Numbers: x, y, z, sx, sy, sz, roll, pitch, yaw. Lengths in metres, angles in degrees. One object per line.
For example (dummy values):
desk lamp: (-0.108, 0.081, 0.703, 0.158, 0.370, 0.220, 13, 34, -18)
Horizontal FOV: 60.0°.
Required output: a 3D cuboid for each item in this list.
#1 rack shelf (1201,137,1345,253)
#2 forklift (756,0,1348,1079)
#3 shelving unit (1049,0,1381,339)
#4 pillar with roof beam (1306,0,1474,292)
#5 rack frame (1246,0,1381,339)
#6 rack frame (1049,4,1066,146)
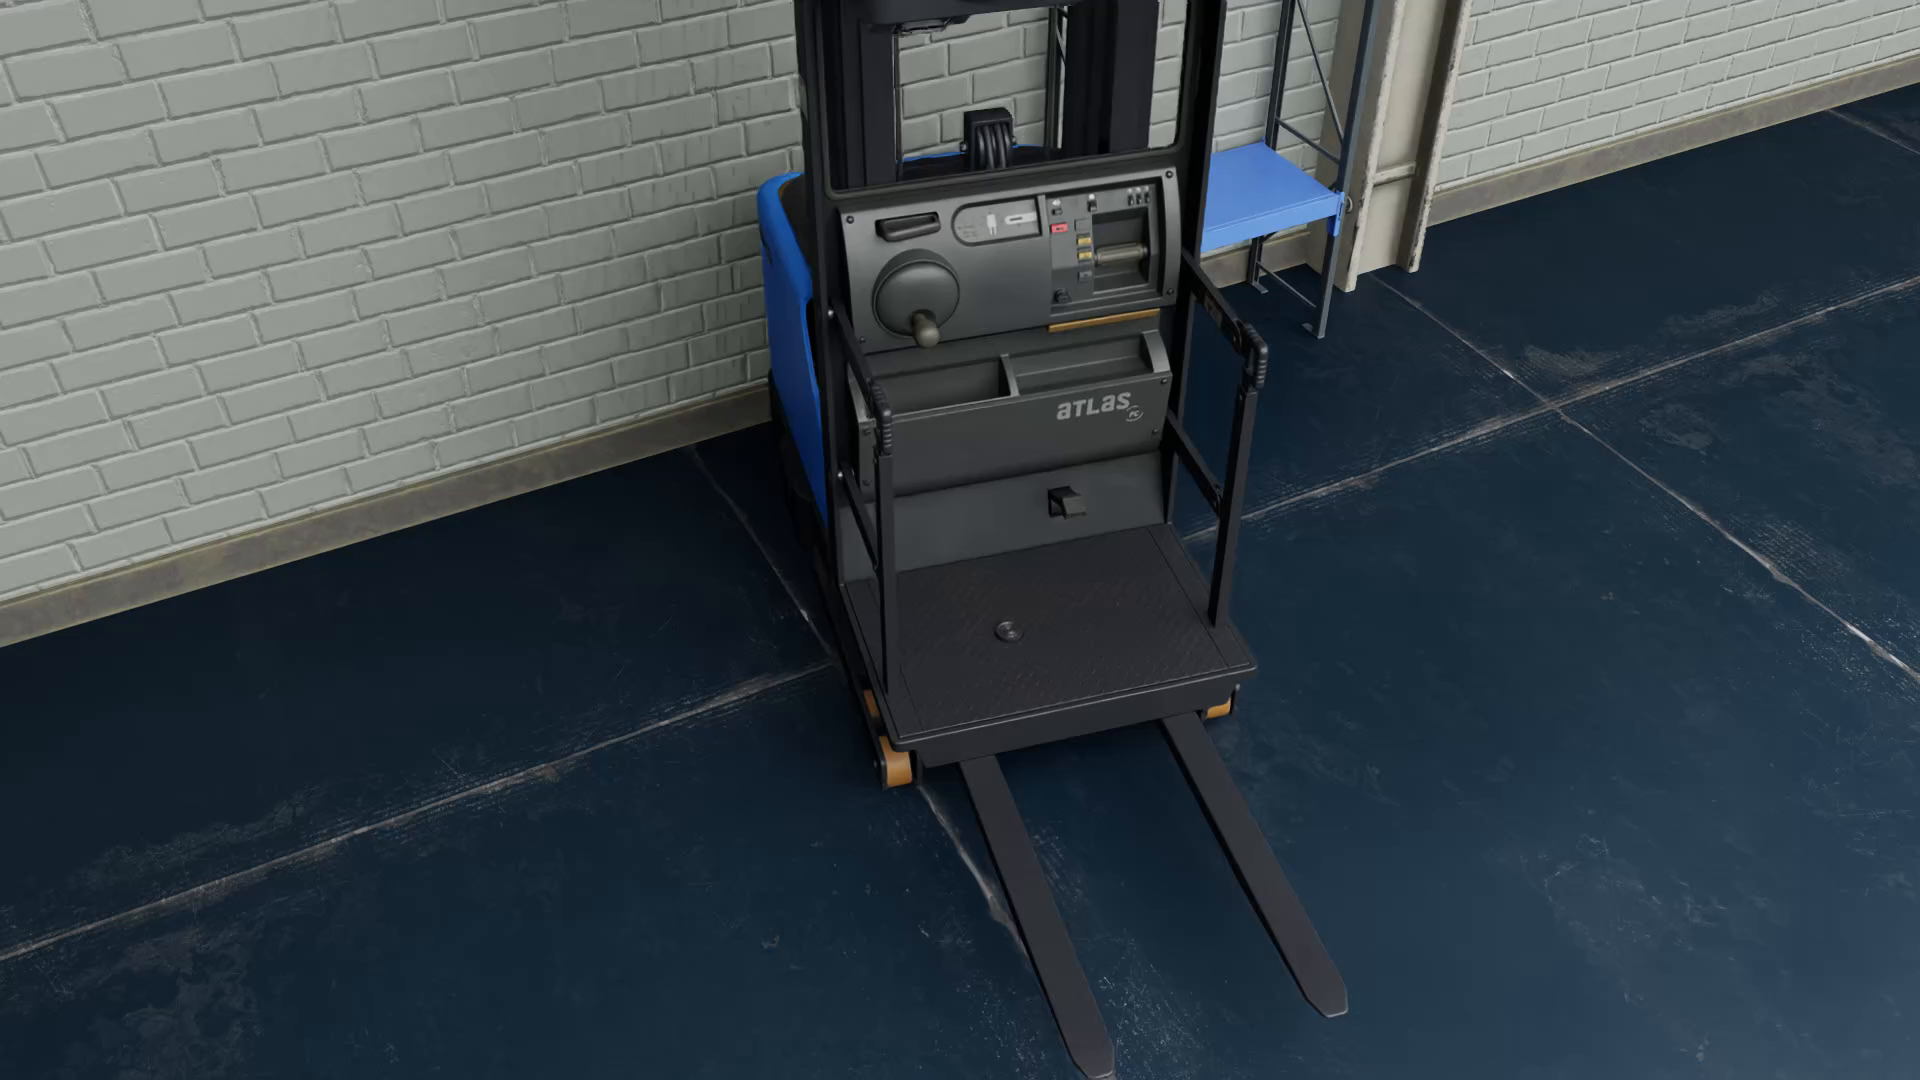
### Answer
rack shelf: (0.891, -1.239, 6.332, 1.000, 0.185, 0.538, -19, 44, -21)
forklift: (0.207, -0.679, 4.284, 1.130, 2.935, 3.031, -11, 41, -12)
shelving unit: (0.891, -1.377, 6.216, 1.048, 1.500, 0.538, -19, 44, -21)
pillar with roof beam: (3.708, -2.153, 1.329, 0.400, 9.000, 9.100, -19, 44, -21)
rack frame: (1.342, -1.529, 6.395, 0.032, 1.500, 0.500, -19, 44, -21)
rack frame: (0.441, -1.225, 6.036, 0.032, 1.500, 0.500, -19, 44, -21)
